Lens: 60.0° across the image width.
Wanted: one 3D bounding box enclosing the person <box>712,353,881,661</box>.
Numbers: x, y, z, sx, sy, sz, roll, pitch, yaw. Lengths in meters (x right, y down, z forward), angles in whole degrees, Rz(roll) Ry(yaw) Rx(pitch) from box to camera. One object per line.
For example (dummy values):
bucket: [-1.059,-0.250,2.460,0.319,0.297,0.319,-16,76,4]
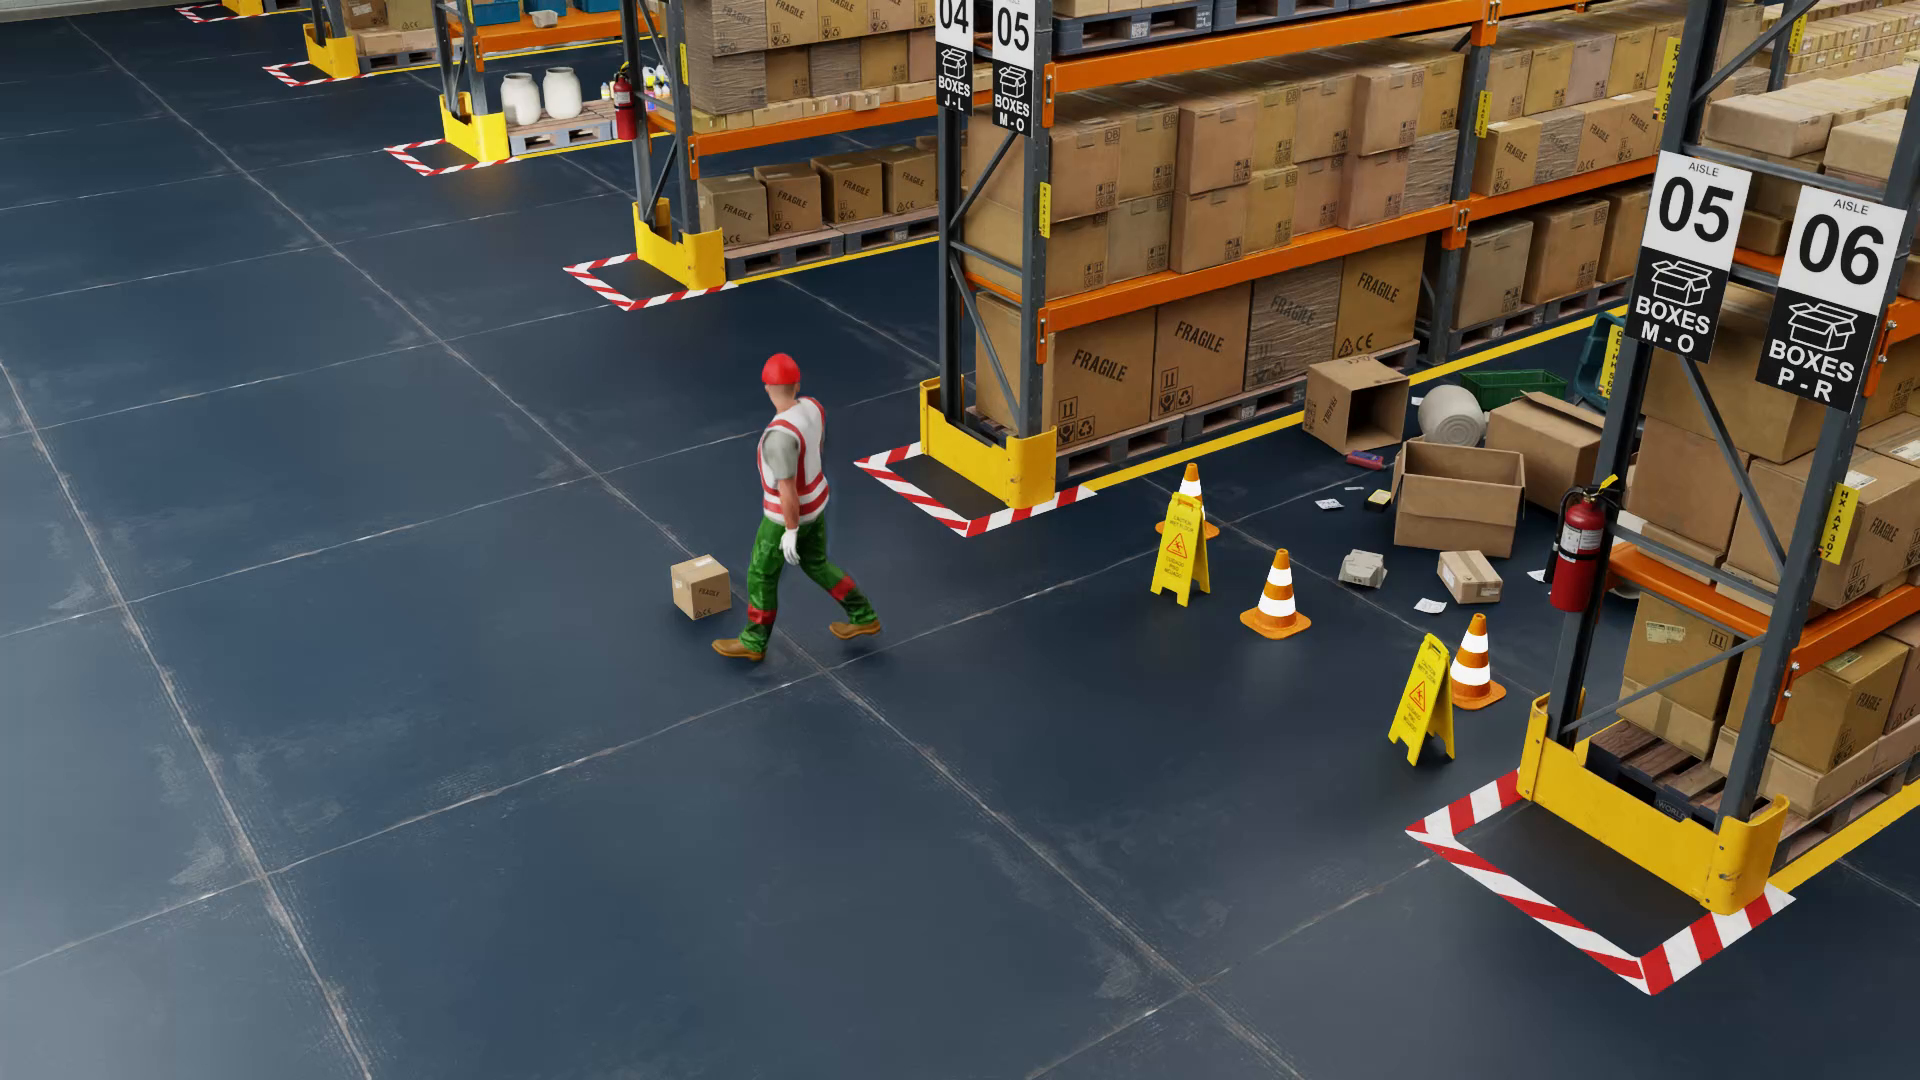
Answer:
person: [-0.904,-0.160,8.895,0.871,1.764,0.588,8,29,15]
